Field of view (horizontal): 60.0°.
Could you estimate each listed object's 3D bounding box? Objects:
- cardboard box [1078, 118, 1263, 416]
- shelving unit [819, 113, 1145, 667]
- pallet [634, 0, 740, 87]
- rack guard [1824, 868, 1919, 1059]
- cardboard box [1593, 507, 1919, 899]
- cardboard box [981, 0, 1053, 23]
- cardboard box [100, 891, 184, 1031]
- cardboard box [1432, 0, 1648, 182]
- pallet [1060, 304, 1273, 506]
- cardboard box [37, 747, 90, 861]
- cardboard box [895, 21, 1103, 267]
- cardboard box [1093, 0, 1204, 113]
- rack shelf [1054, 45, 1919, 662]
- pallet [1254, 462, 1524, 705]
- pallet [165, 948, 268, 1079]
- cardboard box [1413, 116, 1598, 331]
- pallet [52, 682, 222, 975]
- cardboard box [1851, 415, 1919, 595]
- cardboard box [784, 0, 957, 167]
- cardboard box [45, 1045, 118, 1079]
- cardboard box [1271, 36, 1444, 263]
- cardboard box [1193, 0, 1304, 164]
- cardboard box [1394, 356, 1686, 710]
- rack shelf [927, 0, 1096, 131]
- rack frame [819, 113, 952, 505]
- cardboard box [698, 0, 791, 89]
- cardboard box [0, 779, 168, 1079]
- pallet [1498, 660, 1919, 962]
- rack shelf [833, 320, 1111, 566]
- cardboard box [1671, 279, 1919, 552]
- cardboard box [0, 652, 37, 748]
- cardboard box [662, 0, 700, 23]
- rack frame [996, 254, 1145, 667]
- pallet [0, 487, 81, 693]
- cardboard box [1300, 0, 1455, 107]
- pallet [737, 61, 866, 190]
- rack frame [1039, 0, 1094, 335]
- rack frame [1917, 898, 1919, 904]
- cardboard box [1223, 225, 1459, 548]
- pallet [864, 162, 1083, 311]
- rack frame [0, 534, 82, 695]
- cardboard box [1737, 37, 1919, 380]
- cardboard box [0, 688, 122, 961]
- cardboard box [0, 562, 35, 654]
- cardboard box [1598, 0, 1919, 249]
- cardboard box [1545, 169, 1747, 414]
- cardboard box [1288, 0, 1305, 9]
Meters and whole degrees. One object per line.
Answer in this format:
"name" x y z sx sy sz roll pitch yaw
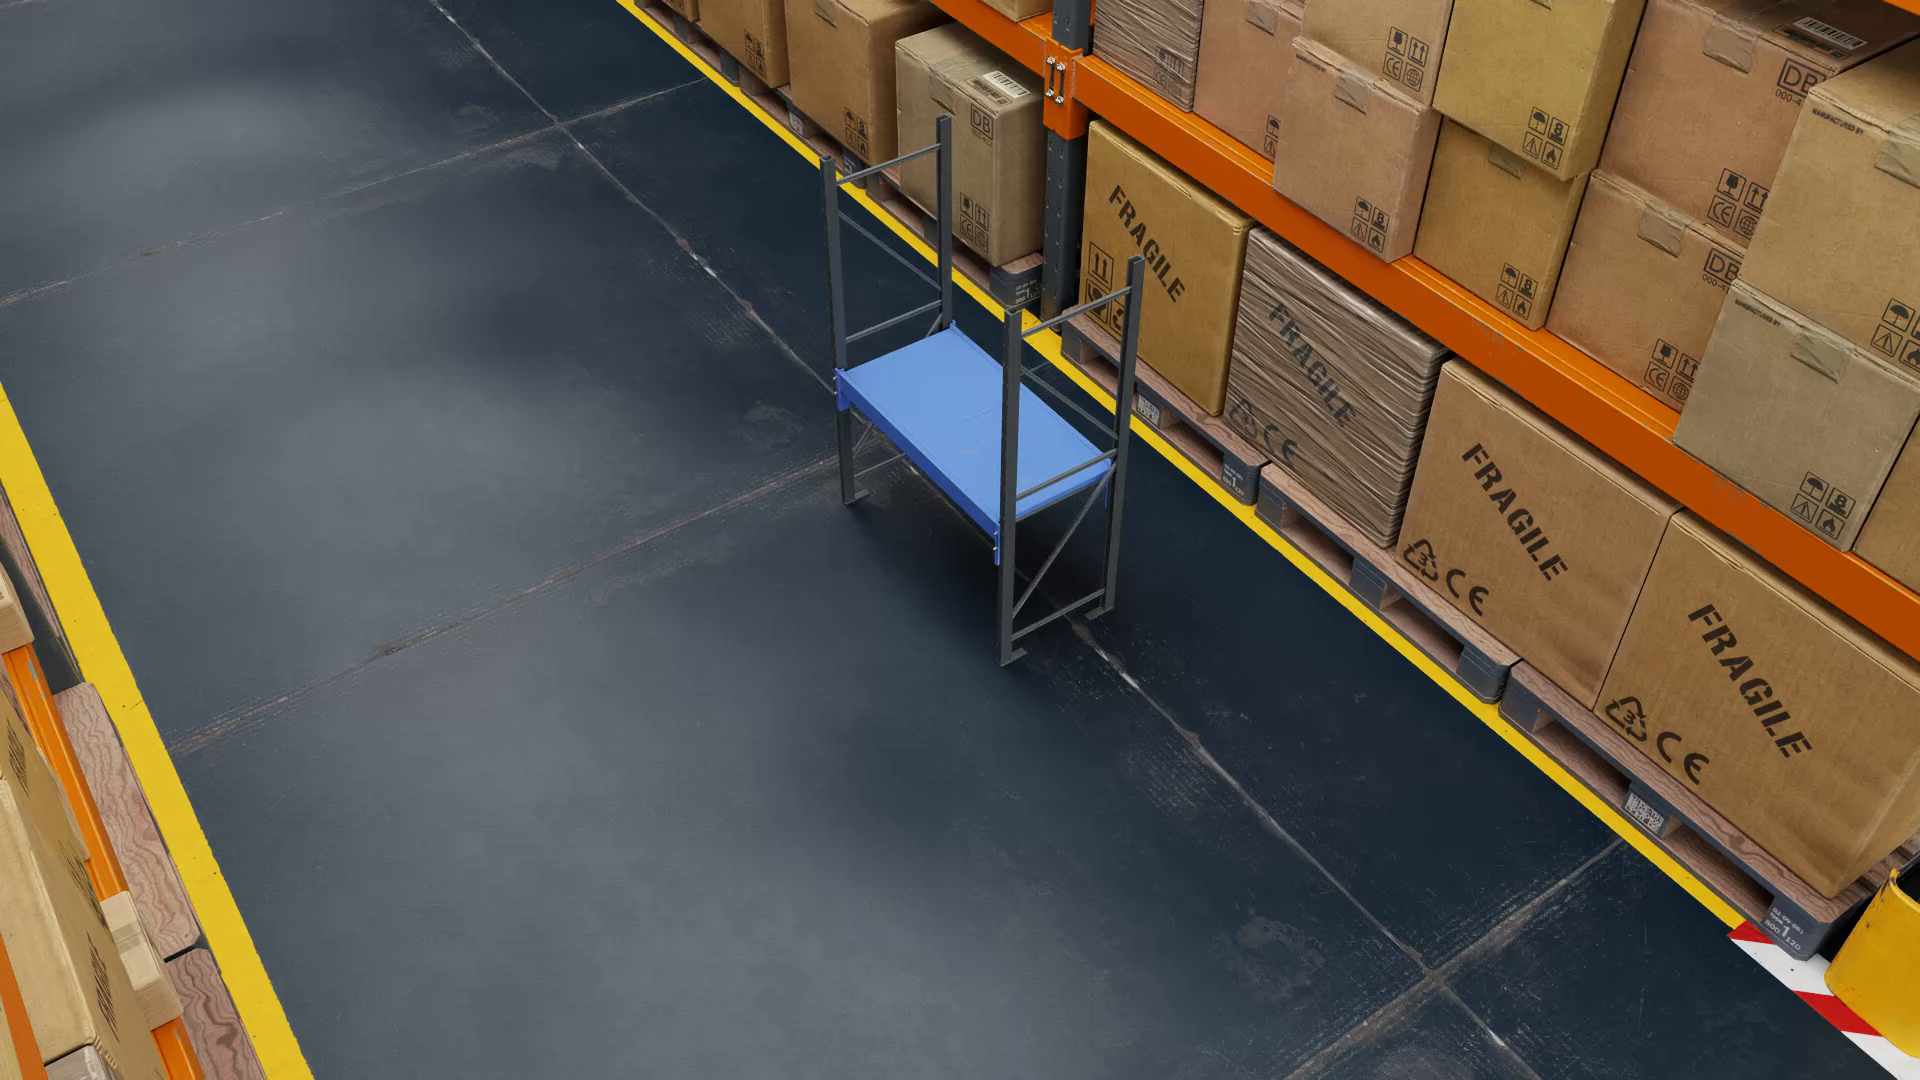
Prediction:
"cardboard box" 1.094 -1.204 6.573 0.875 0.875 0.875 -25 49 -24
"shelving unit" 0.049 -0.494 5.682 0.538 1.500 1.048 -26 49 -24
"pallet" -1.107 -2.985 9.224 1.003 0.211 1.213 -26 49 -24
"rack guard" 3.094 0.979 4.862 1.175 0.500 0.348 -26 49 -24
"cardboard box" 2.638 0.320 4.977 0.875 0.875 0.875 -25 49 -24
"cardboard box" 0.274 -2.430 6.551 0.500 0.500 0.500 -26 49 -25
"cardboard box" -1.792 0.911 3.306 0.380 0.149 0.250 -26 49 -24
"cardboard box" 1.891 -1.504 4.762 0.875 0.550 0.500 -26 49 -24
"pallet" 1.163 -0.734 6.866 1.003 0.211 1.213 -26 49 -24
"cardboard box" -2.124 0.650 3.579 0.380 0.149 0.250 -26 49 -24
"cardboard box" 0.363 -1.858 7.349 1.050 0.750 0.750 -26 49 -25
"cardboard box" 1.013 -2.054 6.121 0.875 0.550 0.550 -26 49 -24
"rack shelf" 1.936 -0.811 5.448 1.077 0.370 4.000 -26 49 -24
"pallet" 1.865 -0.042 6.141 1.003 0.211 1.213 -26 49 -24
"pallet" -2.219 1.765 4.249 1.003 0.211 1.213 -26 49 -24
"cardboard box" 1.944 -1.139 5.162 0.875 0.550 0.500 -26 49 -24
"pallet" -2.921 1.073 4.973 1.003 0.211 1.213 -26 49 -24
"cardboard box" 2.831 -0.185 4.163 0.875 0.550 0.550 -26 49 -24
"cardboard box" -0.186 -2.406 7.923 1.050 0.750 0.750 -26 49 -24
"cardboard box" -1.137 1.039 1.978 0.500 0.500 0.500 -26 49 -24
"cardboard box" 1.558 -1.399 5.435 0.875 0.550 0.550 -26 49 -24
"cardboard box" 1.346 -1.752 5.804 0.875 0.550 0.550 -26 49 -24
"cardboard box" 2.133 -0.177 5.498 0.875 0.875 0.875 -26 50 -25
"rack shelf" -0.352 -3.077 7.821 1.077 0.370 4.000 -26 49 -24
"rack frame" -0.242 -0.782 5.983 0.500 1.500 0.032 -26 49 -24
"cardboard box" -0.719 -2.933 8.476 1.050 0.750 0.750 -25 49 -24
"cardboard box" -1.417 0.753 2.277 0.500 0.500 0.500 -26 49 -24
"pallet" 2.559 0.648 5.418 1.003 0.211 1.213 -26 49 -24
"rack shelf" 0.049 -0.364 5.806 0.538 0.185 1.000 -26 49 -24
"cardboard box" 2.498 -0.488 4.480 0.875 0.550 0.550 -26 49 -24
"cardboard box" -1.995 0.190 2.867 0.500 0.500 0.500 -26 49 -24
"cardboard box" -1.222 -3.427 8.993 1.050 0.750 0.750 -26 50 -25
"rack frame" 0.340 -0.206 5.380 0.500 1.500 0.032 -26 49 -24
"pallet" -3.781 0.266 5.818 1.003 0.211 1.213 -26 49 -24
"cardboard box" 1.581 -1.801 5.073 0.875 0.550 0.550 -26 49 -24
"pallet" -0.413 -2.294 8.500 1.003 0.211 1.213 -26 49 -24
"rack frame" 0.792 -2.204 6.387 1.000 3.000 0.127 -26 49 -24
"rack frame" 3.080 0.061 4.013 1.000 3.000 0.127 -26 49 -24
"cardboard box" 1.613 -0.695 6.040 0.875 0.875 0.875 -25 49 -24
"pallet" 0.289 -1.603 7.776 1.003 0.211 1.213 -26 49 -24
"rack frame" -3.334 -0.302 4.394 1.000 3.000 0.127 -26 49 -24
"cardboard box" 2.510 -0.884 4.113 0.875 0.550 0.550 -26 49 -24
"cardboard box" -1.704 0.470 2.573 0.500 0.500 0.500 -26 49 -24
"cardboard box" -2.506 0.203 4.047 0.380 0.149 0.250 -26 49 -24
"cardboard box" 2.301 -1.255 4.502 0.875 0.550 0.550 -26 49 -24
"cardboard box" 2.281 -0.855 4.865 0.875 0.550 0.550 -26 49 -24
"cardboard box" 1.385 -2.161 5.451 0.875 0.550 0.550 -26 49 -24
